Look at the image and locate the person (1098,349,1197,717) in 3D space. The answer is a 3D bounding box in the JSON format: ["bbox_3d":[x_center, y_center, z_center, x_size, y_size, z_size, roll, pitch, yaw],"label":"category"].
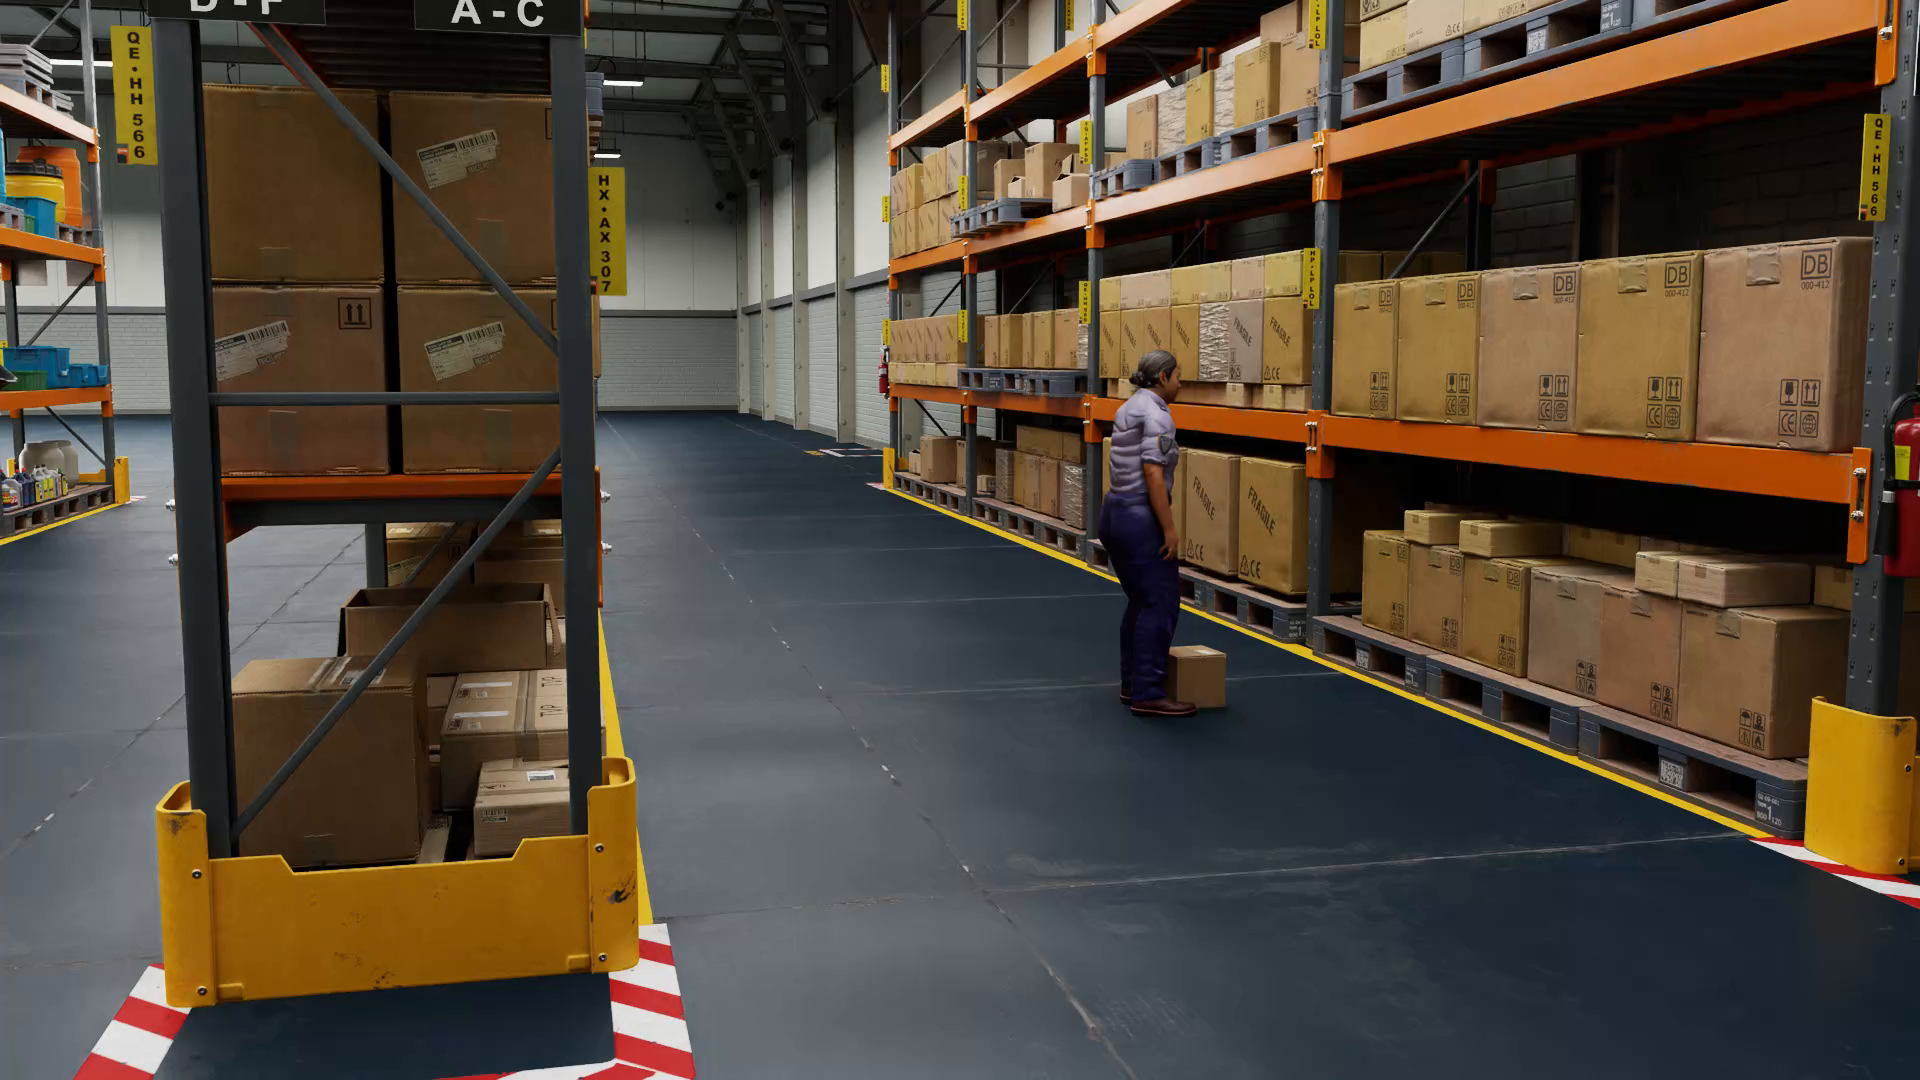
[{"bbox_3d":[0.869,-0.040,7.652,0.415,1.637,0.550,-2,6,-15],"label":"person"}]
